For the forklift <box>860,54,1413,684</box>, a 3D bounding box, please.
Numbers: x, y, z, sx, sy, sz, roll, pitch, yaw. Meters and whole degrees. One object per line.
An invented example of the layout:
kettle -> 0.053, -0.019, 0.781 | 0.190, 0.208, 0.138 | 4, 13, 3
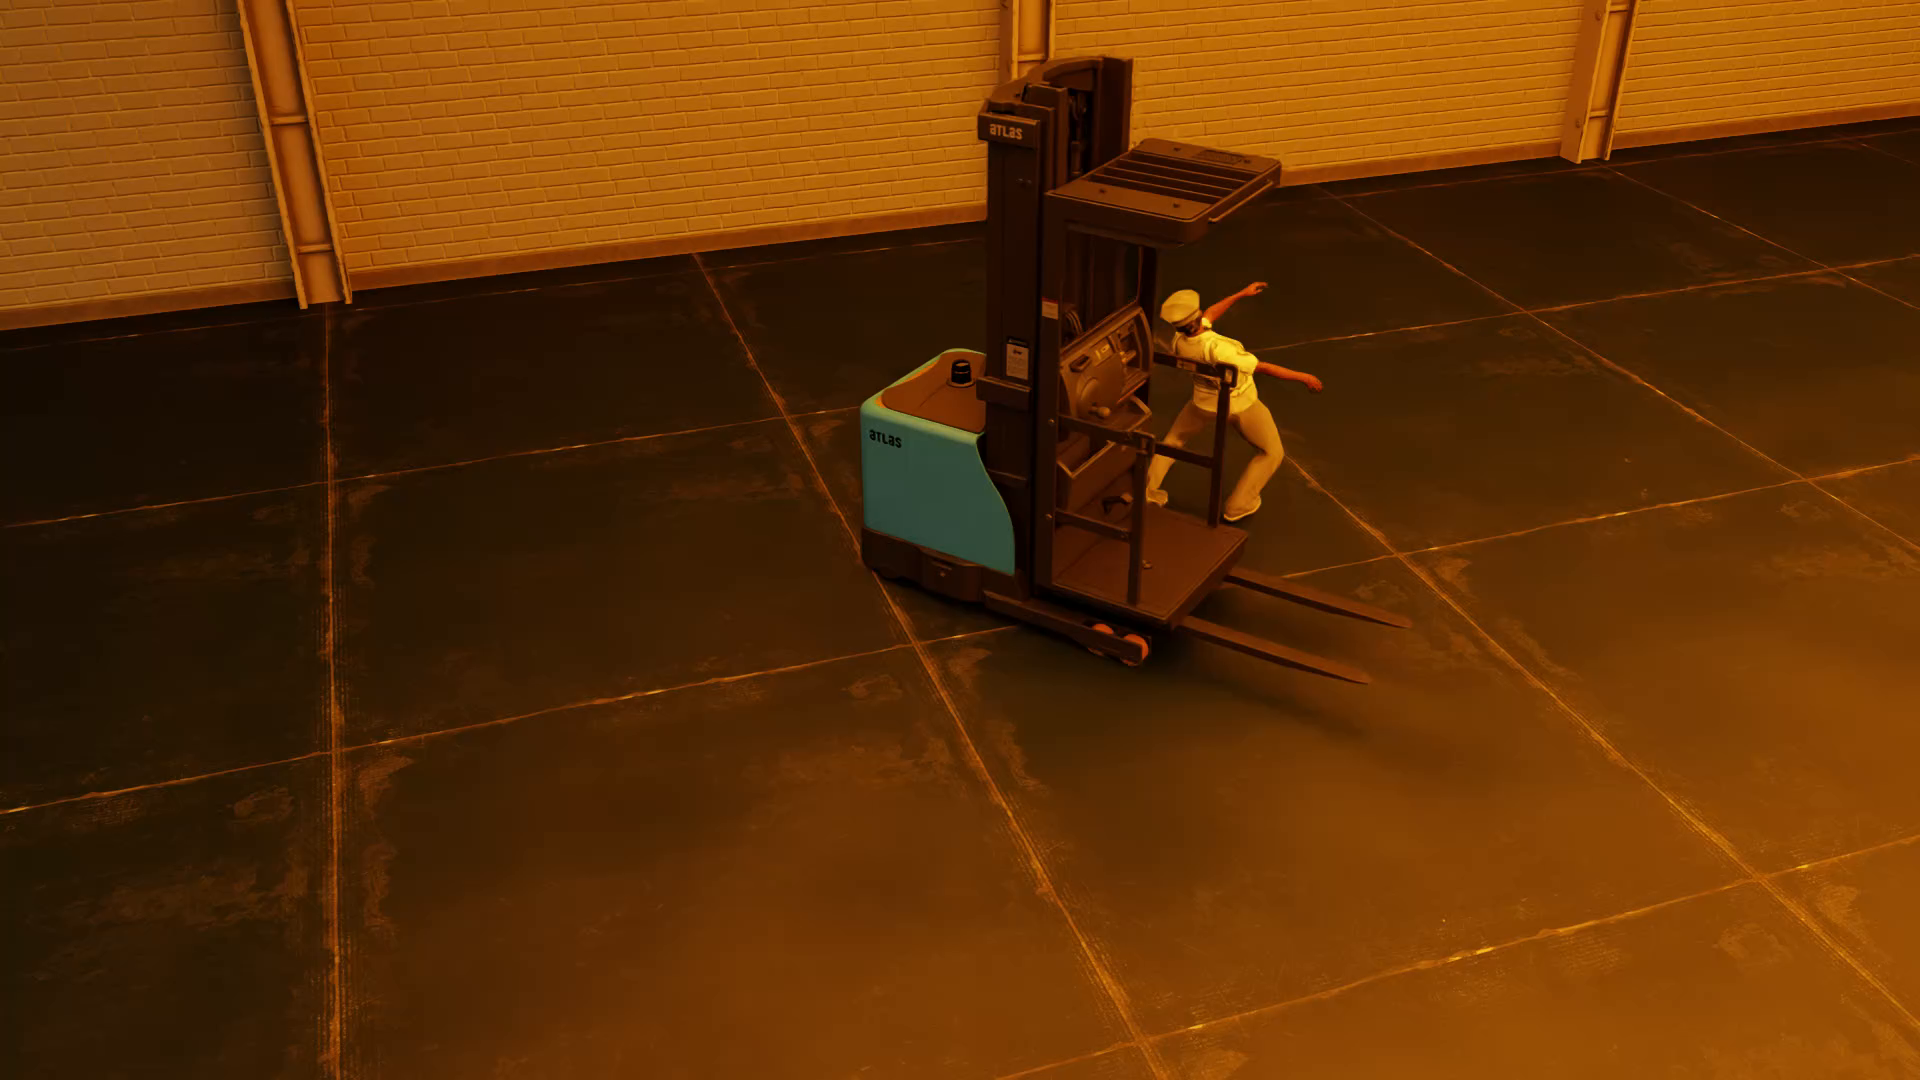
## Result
forklift -> 0.949, -0.903, 8.656 | 3.031, 2.935, 1.130 | 18, 34, 28

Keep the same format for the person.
person -> 1.653, -0.799, 9.905 | 0.967, 1.450, 0.740 | 18, 34, 28
